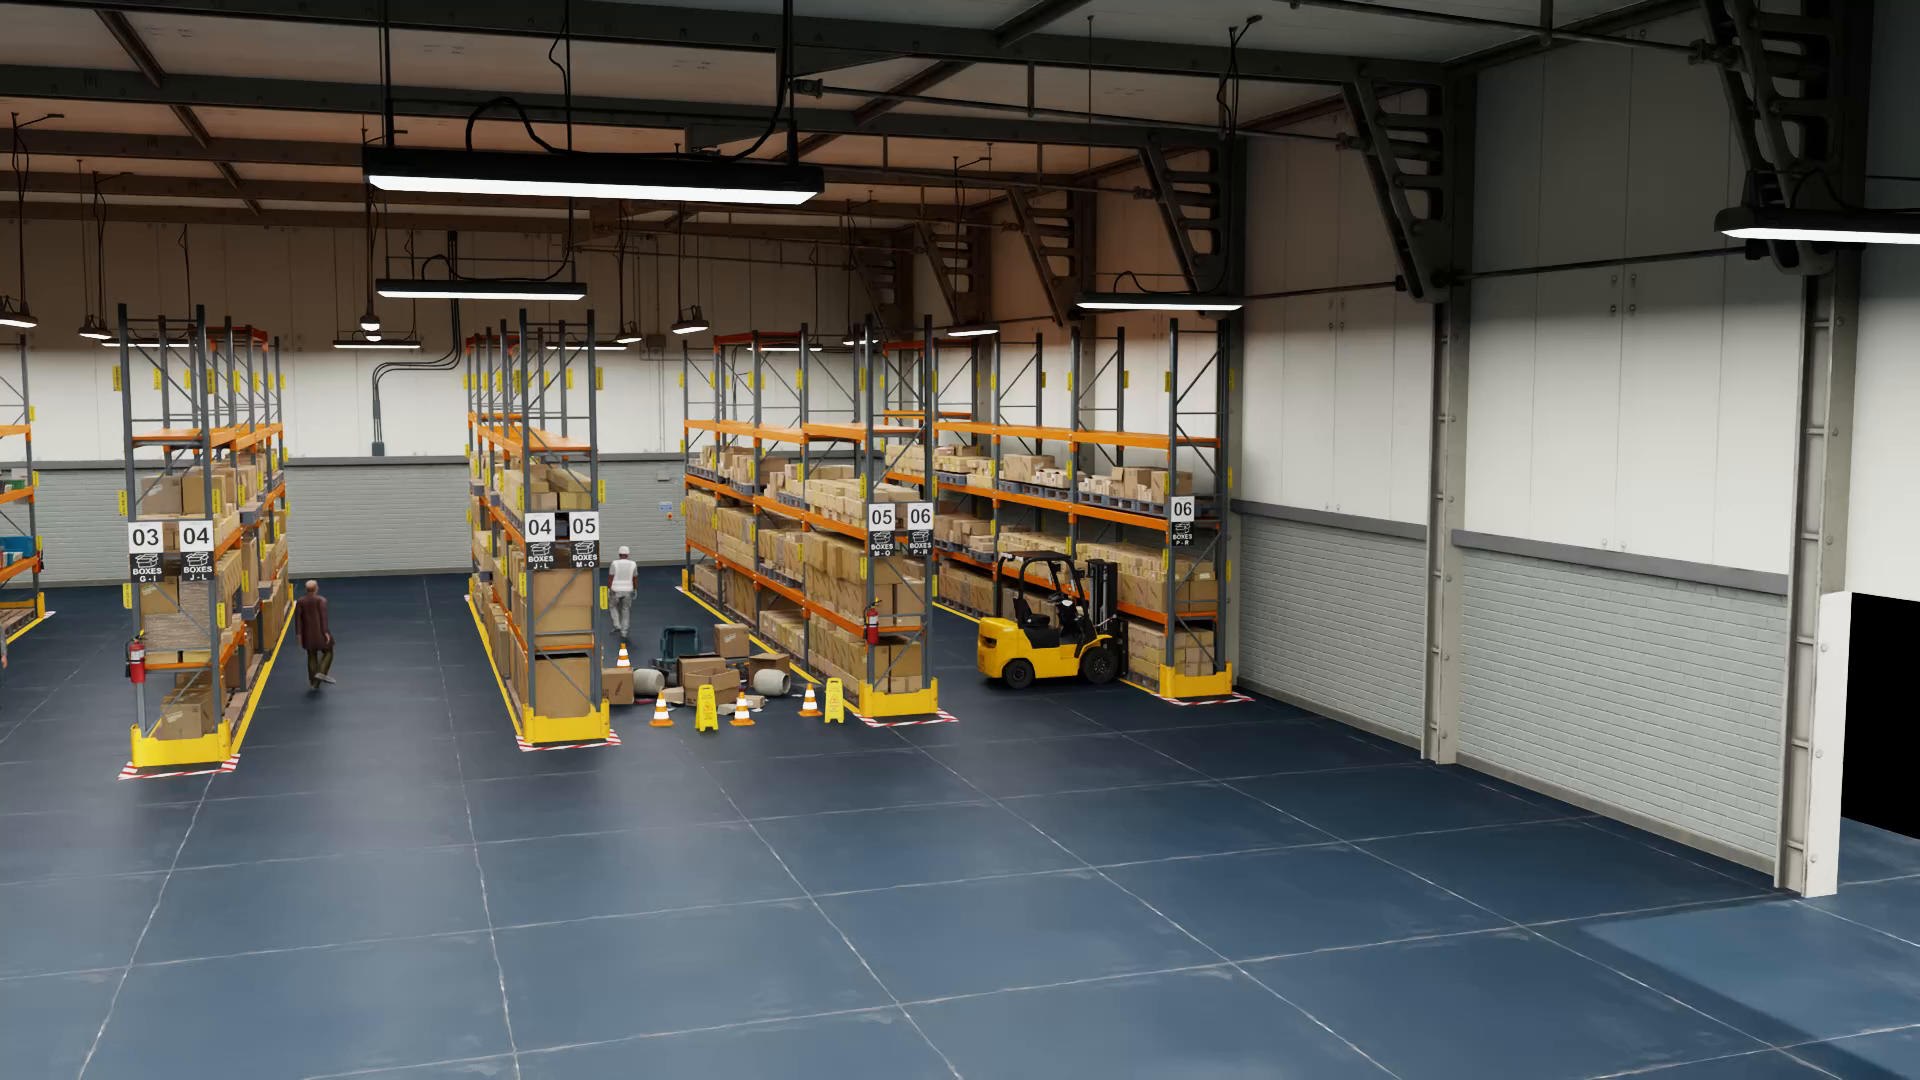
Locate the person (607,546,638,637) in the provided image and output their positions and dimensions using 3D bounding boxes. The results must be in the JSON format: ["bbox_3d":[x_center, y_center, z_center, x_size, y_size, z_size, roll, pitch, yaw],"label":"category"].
[{"bbox_3d":[-6.627,1.008,32.662,0.605,1.782,0.457,-2,6,-18],"label":"person"}]

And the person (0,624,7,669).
[{"bbox_3d":[-14.491,1.800,24.771,1.069,1.660,0.567,5,7,41],"label":"person"}]

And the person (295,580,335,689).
[{"bbox_3d":[-10.522,1.546,27.100,0.628,1.769,0.571,-1,5,-7],"label":"person"}]
